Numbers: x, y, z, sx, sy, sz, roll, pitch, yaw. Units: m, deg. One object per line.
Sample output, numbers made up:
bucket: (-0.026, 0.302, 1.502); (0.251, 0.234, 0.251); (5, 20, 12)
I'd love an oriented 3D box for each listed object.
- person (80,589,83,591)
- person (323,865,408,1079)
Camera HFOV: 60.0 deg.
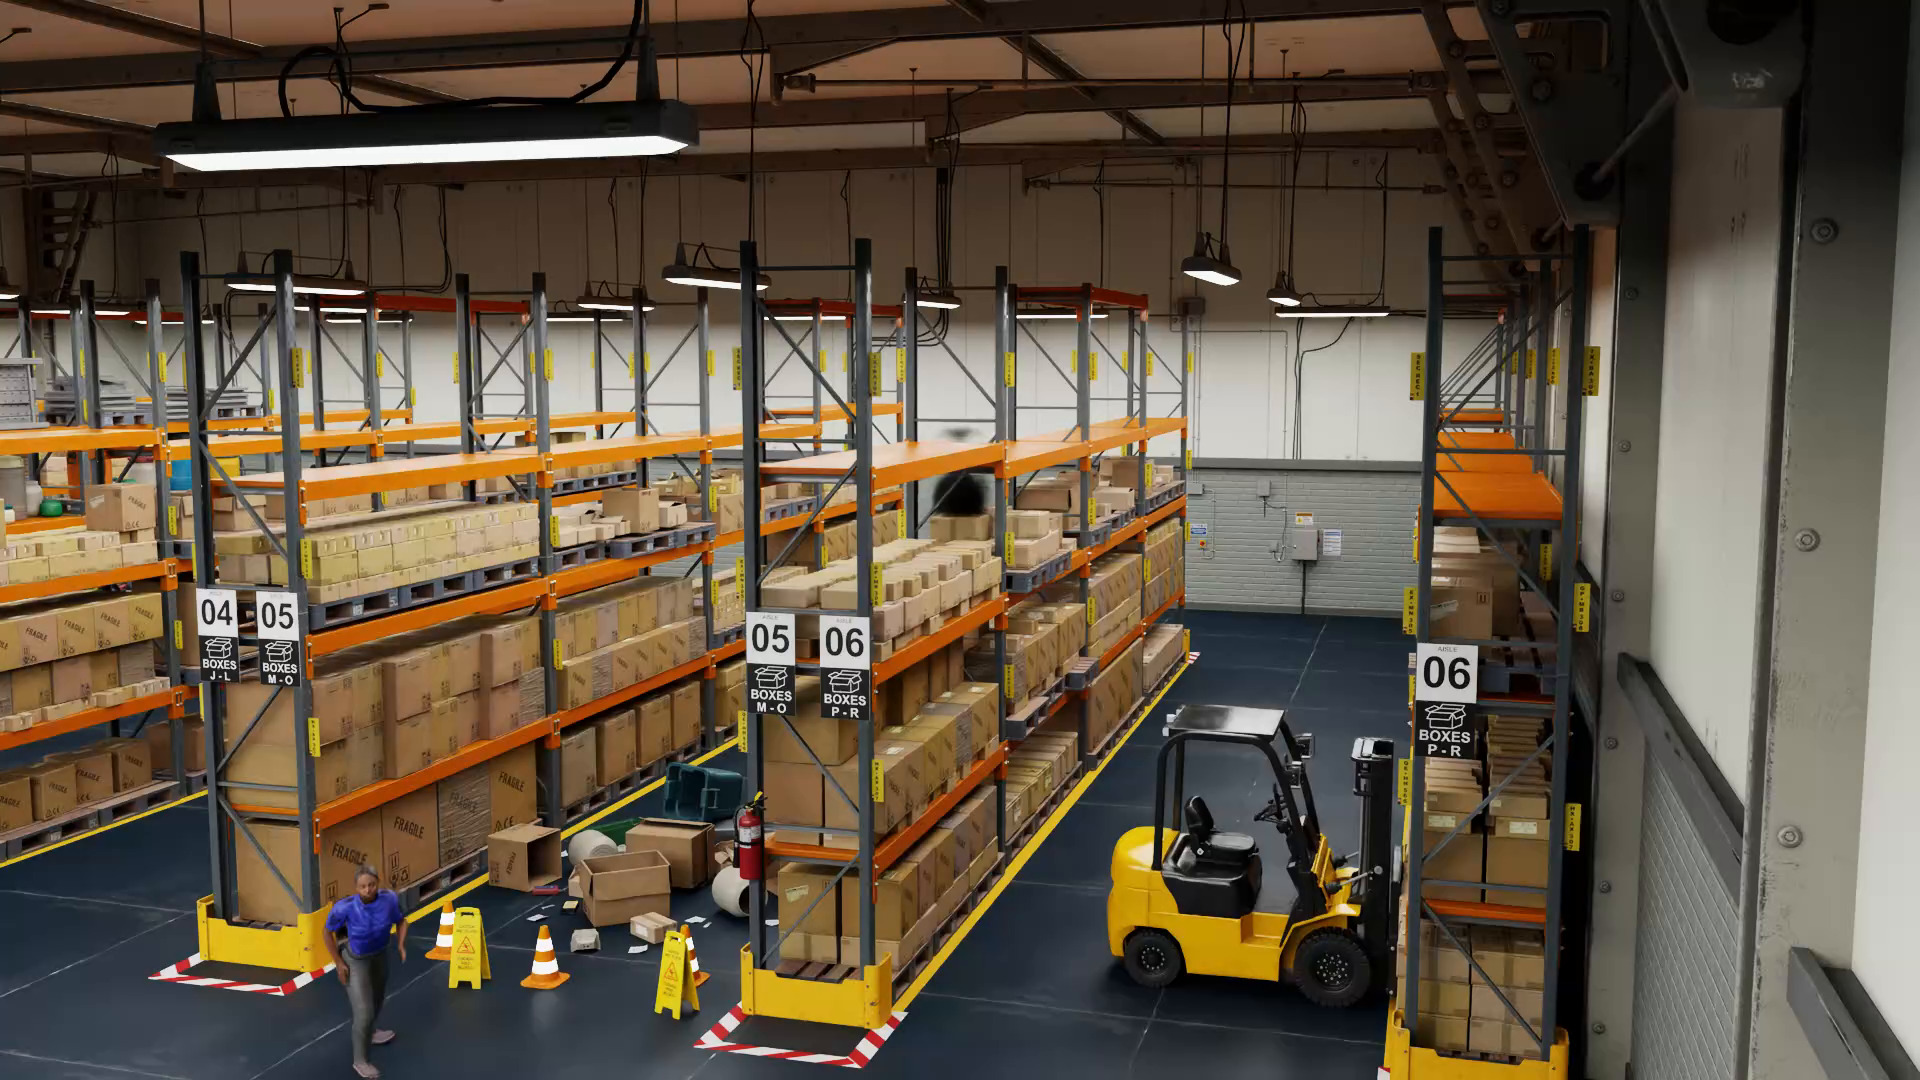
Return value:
person: (-15.167, 1.113, 28.866); (0.561, 1.695, 0.855); (2, 7, 14)
person: (-4.264, 3.058, 12.043); (0.862, 1.584, 0.641); (5, 8, 38)
